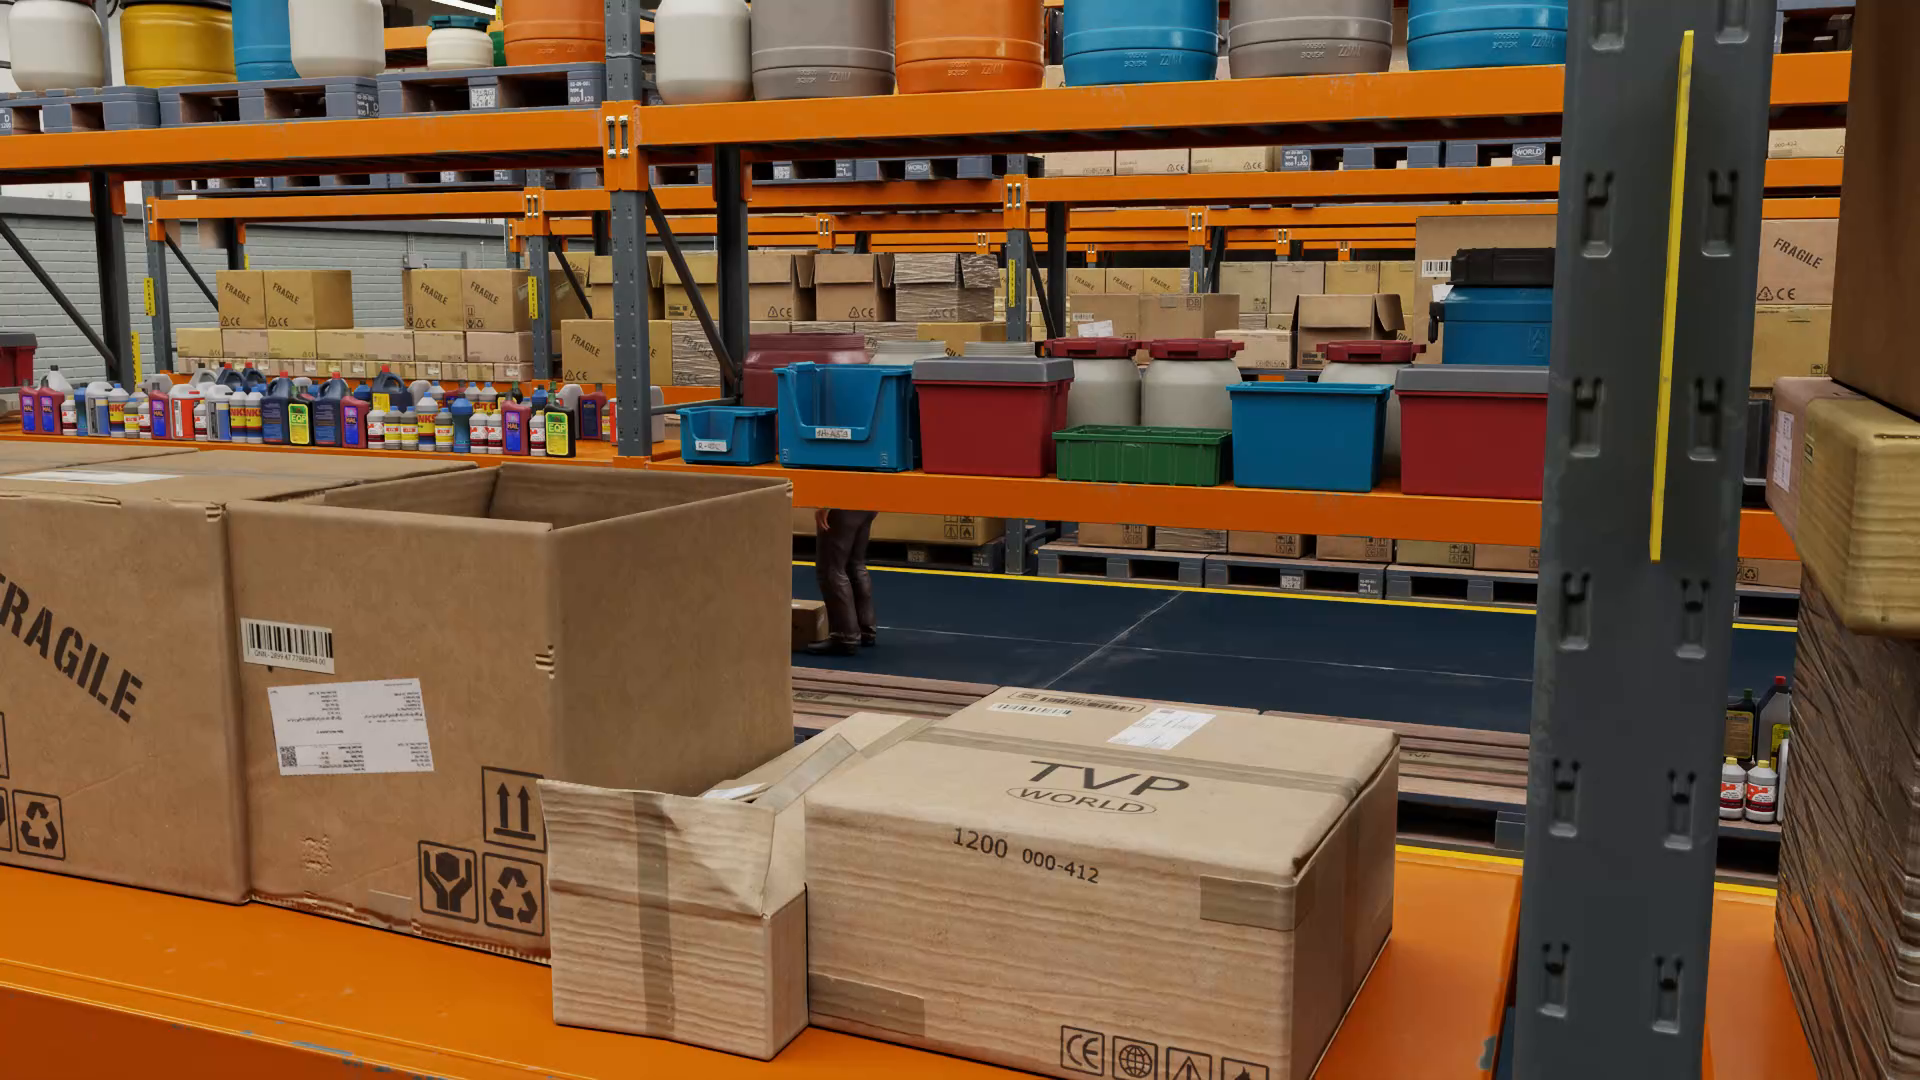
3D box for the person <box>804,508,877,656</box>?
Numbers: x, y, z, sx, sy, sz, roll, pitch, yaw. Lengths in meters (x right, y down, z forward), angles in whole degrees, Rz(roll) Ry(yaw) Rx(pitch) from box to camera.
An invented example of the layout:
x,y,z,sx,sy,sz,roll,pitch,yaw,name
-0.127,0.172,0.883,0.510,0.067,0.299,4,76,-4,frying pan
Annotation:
x,y,z,sx,sy,sz,roll,pitch,yaw,name
-0.640,-0.218,9.368,0.423,1.721,0.594,3,9,18,person
